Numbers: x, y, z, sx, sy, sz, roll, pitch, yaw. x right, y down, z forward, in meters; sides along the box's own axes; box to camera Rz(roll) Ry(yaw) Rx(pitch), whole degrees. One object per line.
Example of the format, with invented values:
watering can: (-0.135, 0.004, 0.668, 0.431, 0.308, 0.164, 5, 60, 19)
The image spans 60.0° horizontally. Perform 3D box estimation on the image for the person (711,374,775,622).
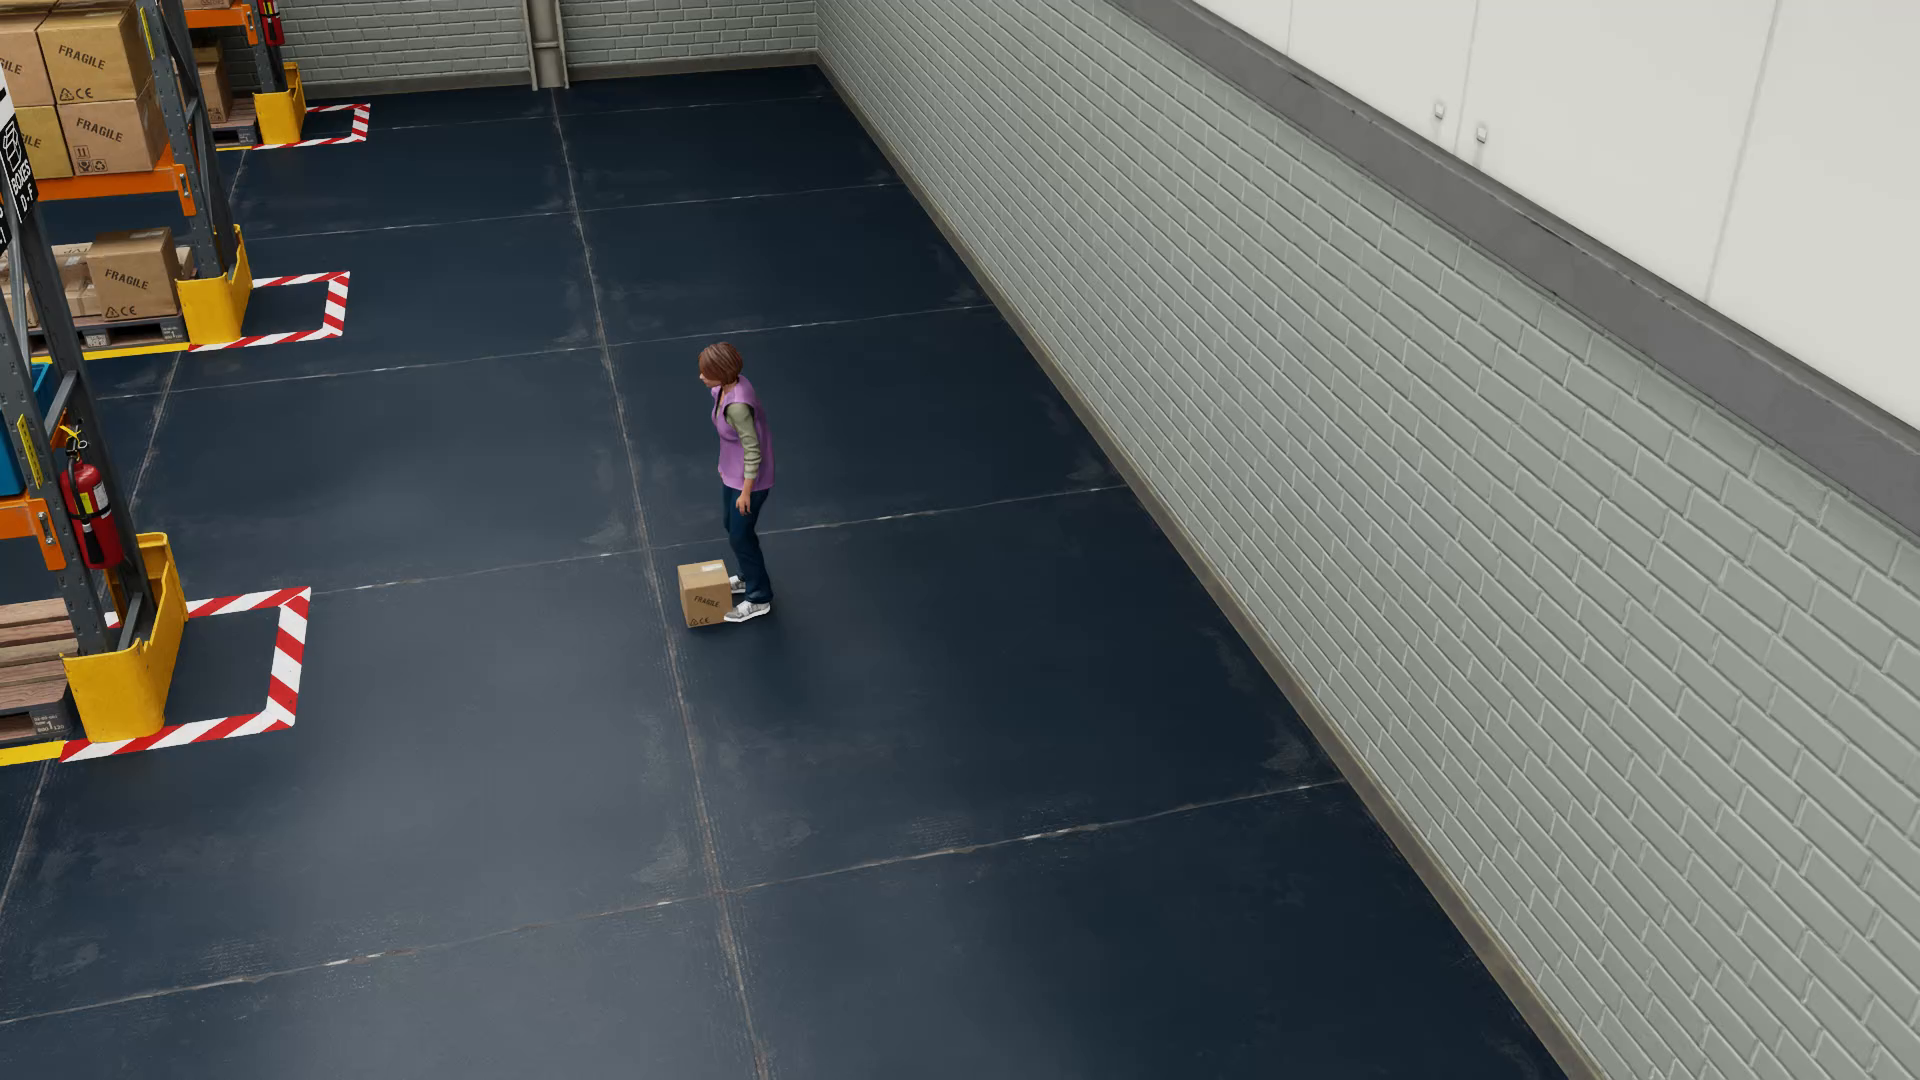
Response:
person: (-3.850, -3.215, 12.087, 2.633, 3.194, 10.400, -10, 32, -16)
